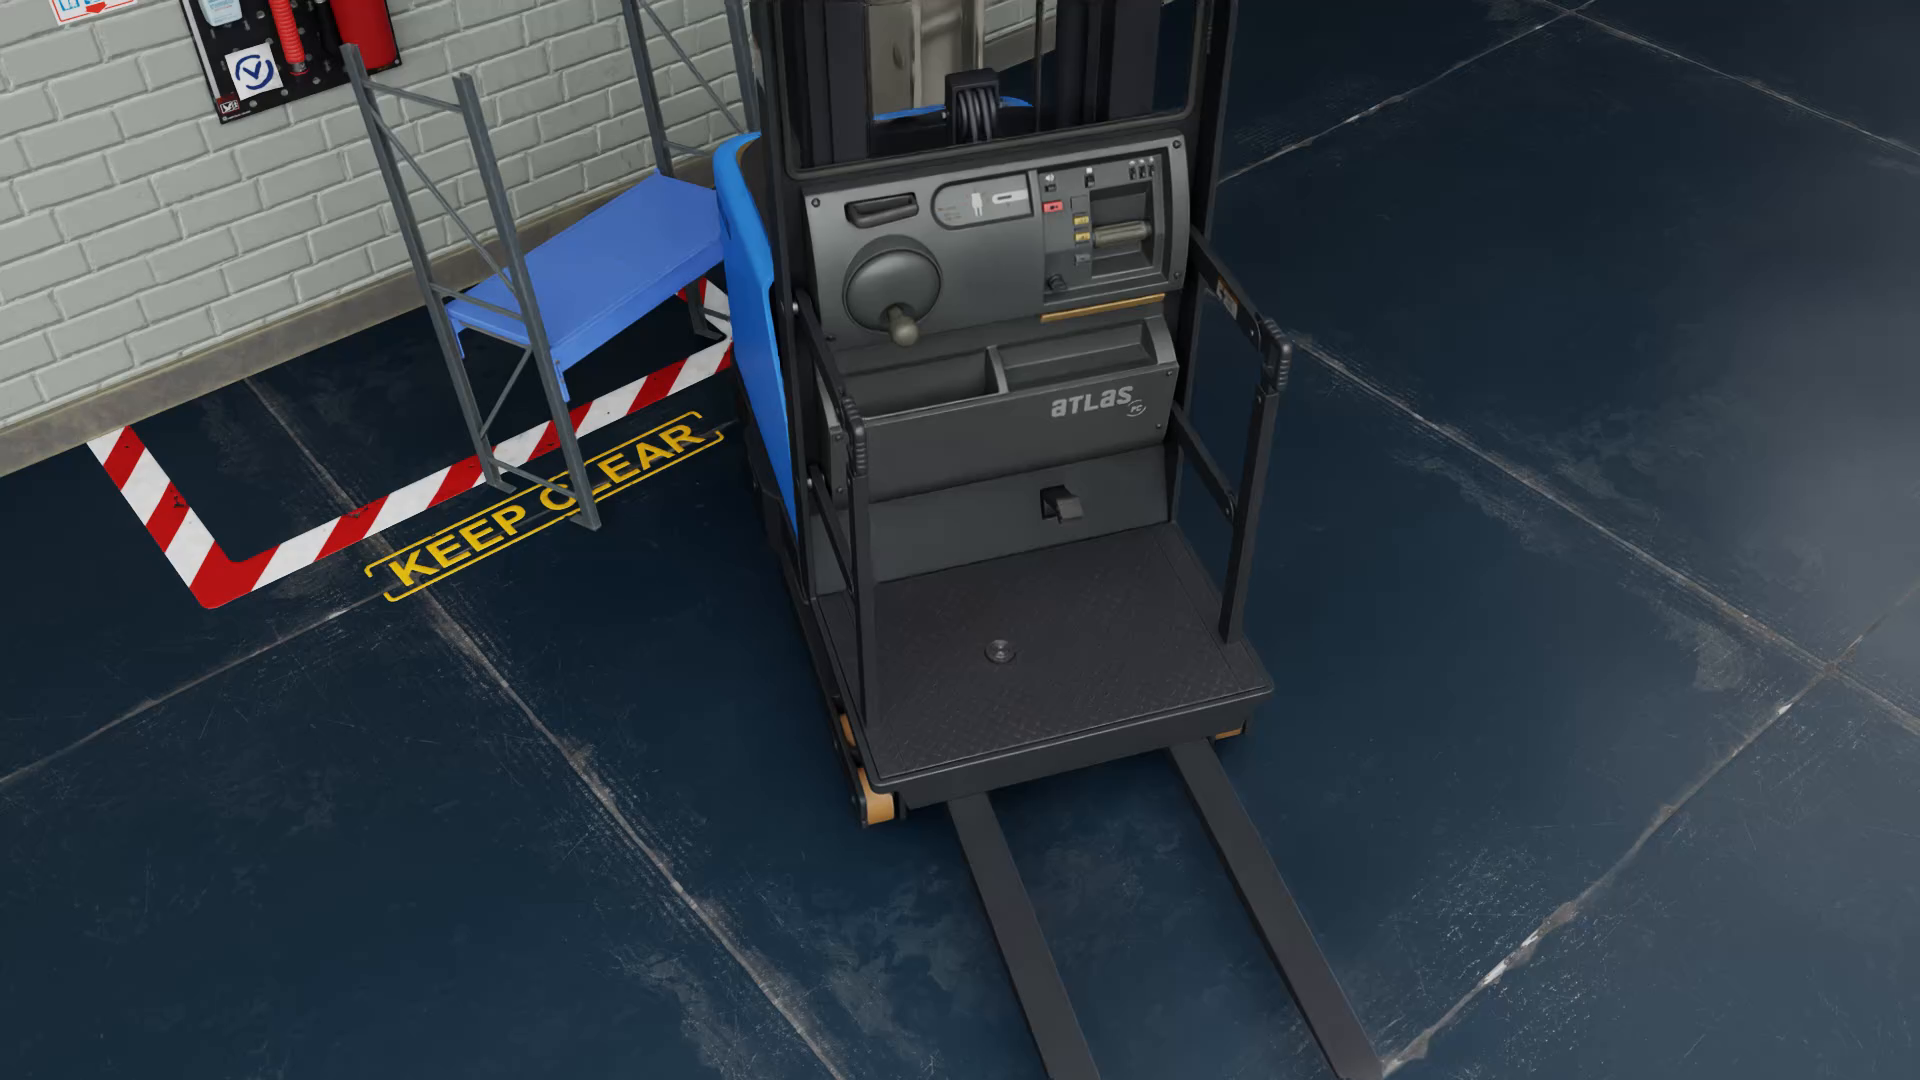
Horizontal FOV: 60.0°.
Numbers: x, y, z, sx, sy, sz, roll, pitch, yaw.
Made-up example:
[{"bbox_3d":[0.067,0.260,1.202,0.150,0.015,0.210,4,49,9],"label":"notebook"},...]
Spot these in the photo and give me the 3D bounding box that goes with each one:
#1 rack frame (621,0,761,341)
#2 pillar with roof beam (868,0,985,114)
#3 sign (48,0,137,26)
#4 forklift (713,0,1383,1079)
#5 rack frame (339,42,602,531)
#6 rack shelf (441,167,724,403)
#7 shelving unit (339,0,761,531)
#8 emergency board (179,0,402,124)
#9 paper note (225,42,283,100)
[{"bbox_3d":[-0.819,-1.259,5.463,0.500,1.500,0.032,21,47,29],"label":"rack frame"},{"bbox_3d":[2.618,-2.846,1.707,0.400,9.000,9.100,-30,51,-28],"label":"pillar with roof beam"},{"bbox_3d":[-2.555,-1.678,4.820,0.234,0.329,0.001,-30,51,-28],"label":"sign"},{"bbox_3d":[0.166,-0.621,3.771,1.130,2.935,3.031,-12,44,-12],"label":"forklift"},{"bbox_3d":[-1.401,-0.688,4.855,0.500,1.500,0.032,21,47,29],"label":"rack frame"},{"bbox_3d":[-1.095,-0.836,5.273,0.538,0.185,1.000,21,47,29],"label":"rack shelf"},{"bbox_3d":[-1.110,-0.973,5.159,0.538,1.500,1.048,21,47,29],"label":"shelving unit"},{"bbox_3d":[-2.065,-1.854,5.033,0.643,1.169,0.194,-30,51,-28],"label":"emergency board"},{"bbox_3d":[-2.245,-1.491,5.290,0.142,0.148,0.016,-30,51,-28],"label":"paper note"}]
